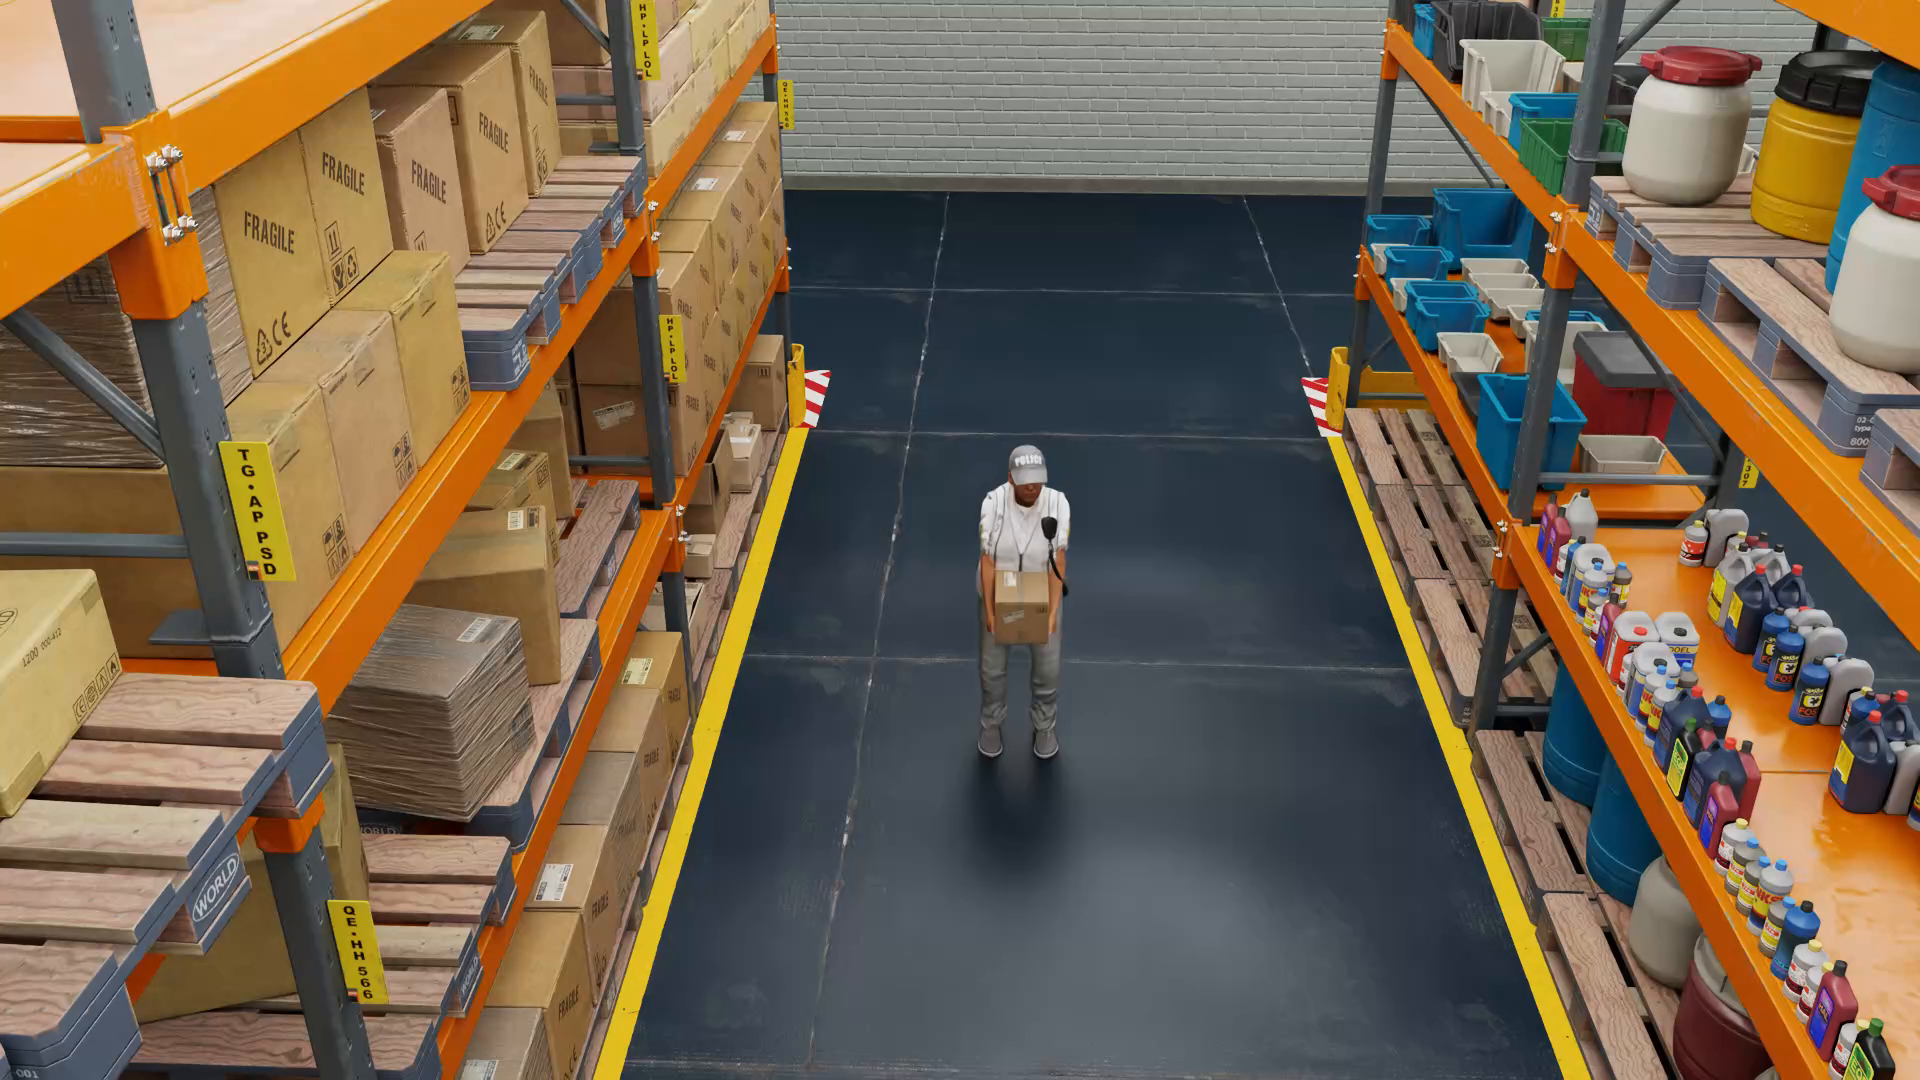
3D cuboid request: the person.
[{"bbox_3d":[0.301,0.321,8.034,0.452,1.661,0.553,1,28,1],"label":"person"}]
